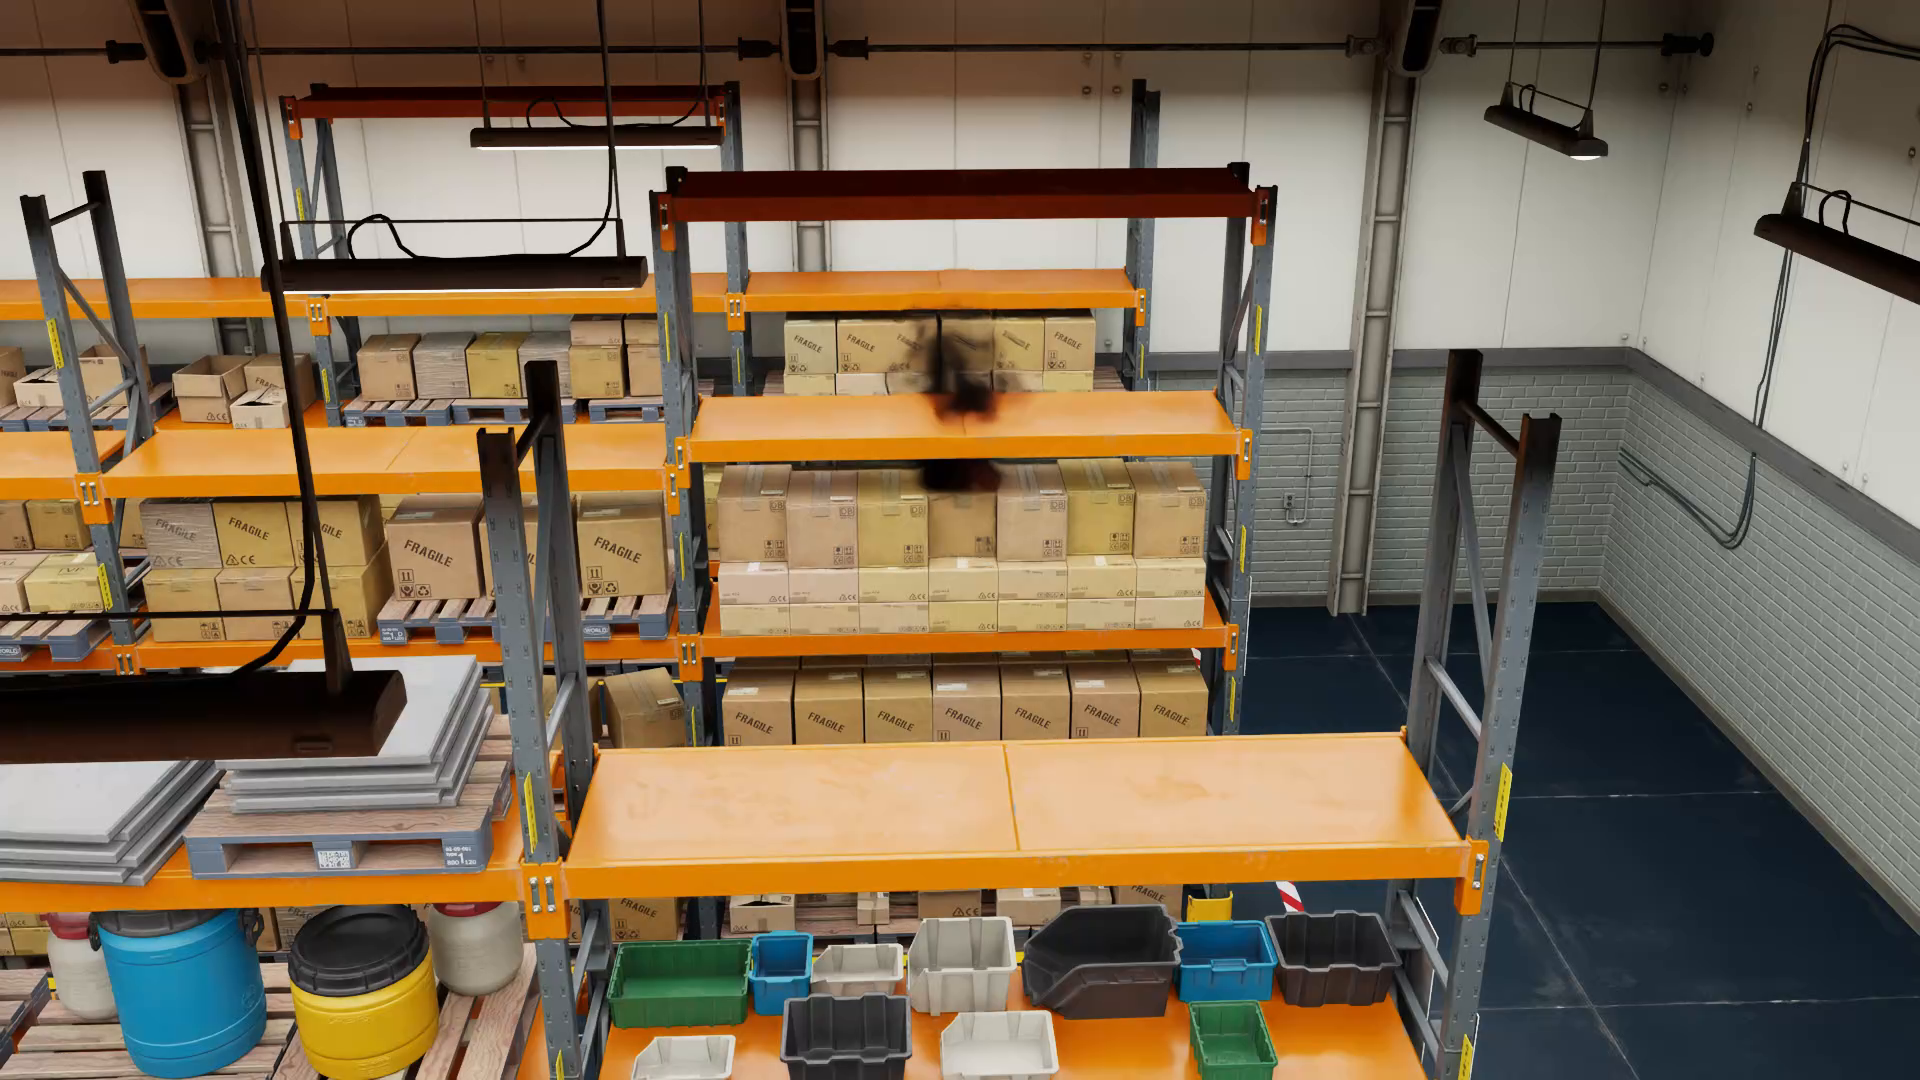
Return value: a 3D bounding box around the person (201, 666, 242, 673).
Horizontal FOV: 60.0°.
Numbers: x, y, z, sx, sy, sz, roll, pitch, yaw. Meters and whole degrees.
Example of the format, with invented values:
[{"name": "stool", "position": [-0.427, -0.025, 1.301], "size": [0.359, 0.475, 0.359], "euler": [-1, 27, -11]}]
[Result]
[{"name": "person", "position": [-6.526, 1.648, 14.799], "size": [0.647, 1.755, 0.653], "euler": [-1, 22, -4]}]
